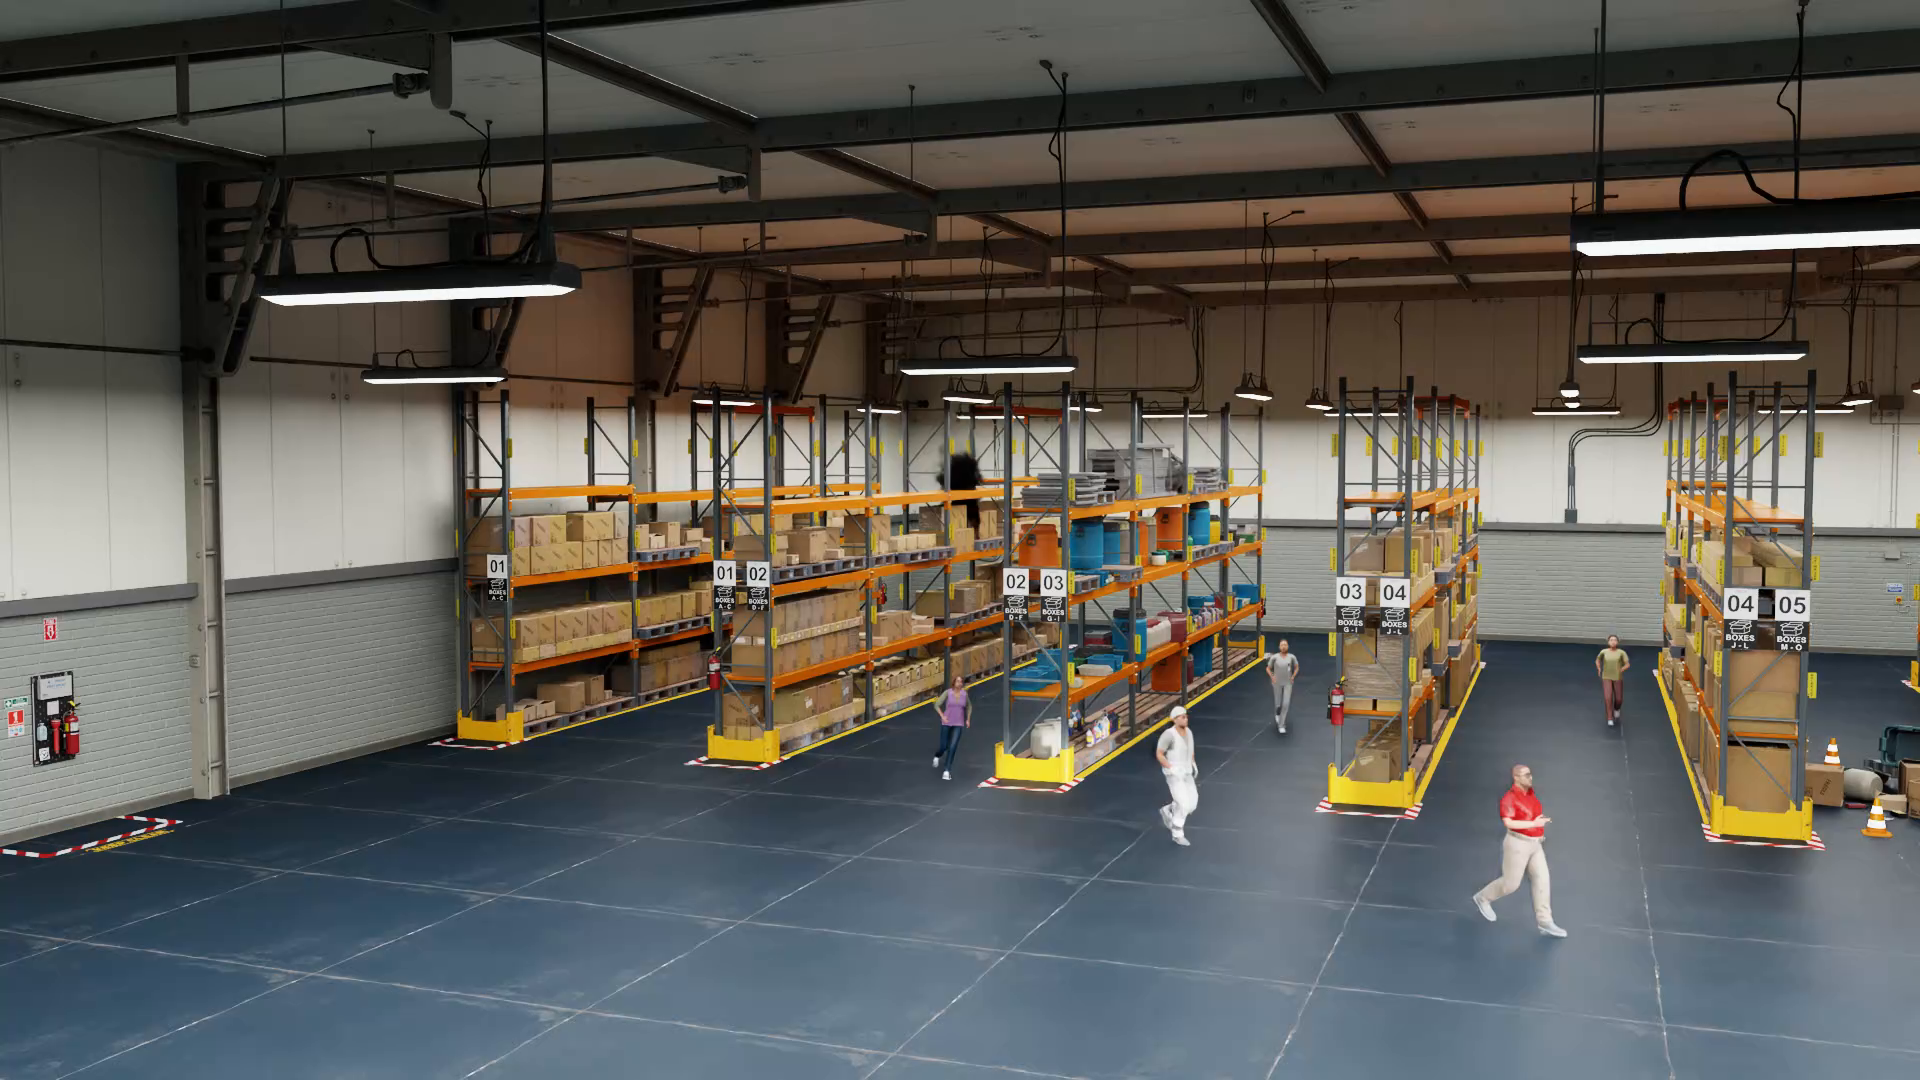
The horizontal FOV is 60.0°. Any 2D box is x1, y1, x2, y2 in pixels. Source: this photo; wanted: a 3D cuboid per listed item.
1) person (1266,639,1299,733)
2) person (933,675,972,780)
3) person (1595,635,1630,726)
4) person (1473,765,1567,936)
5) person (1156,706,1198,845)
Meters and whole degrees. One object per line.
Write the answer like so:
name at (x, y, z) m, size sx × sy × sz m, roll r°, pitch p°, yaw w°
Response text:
person at (5.707, 2.570, 29.385) m, size 0.581 × 1.613 × 0.762 m, roll 0°, pitch 3°, yaw 5°
person at (-0.092, 2.828, 25.377) m, size 0.600 × 1.548 × 0.780 m, roll -1°, pitch 3°, yaw -10°
person at (11.826, 2.524, 30.164) m, size 0.586 × 1.628 × 0.752 m, roll 1°, pitch 3°, yaw 23°
person at (5.817, 3.174, 17.212) m, size 0.667 × 1.706 × 0.983 m, roll -3°, pitch 4°, yaw -39°
person at (2.754, 2.979, 21.153) m, size 0.690 × 1.753 × 0.574 m, roll -3°, pitch 4°, yaw -41°
